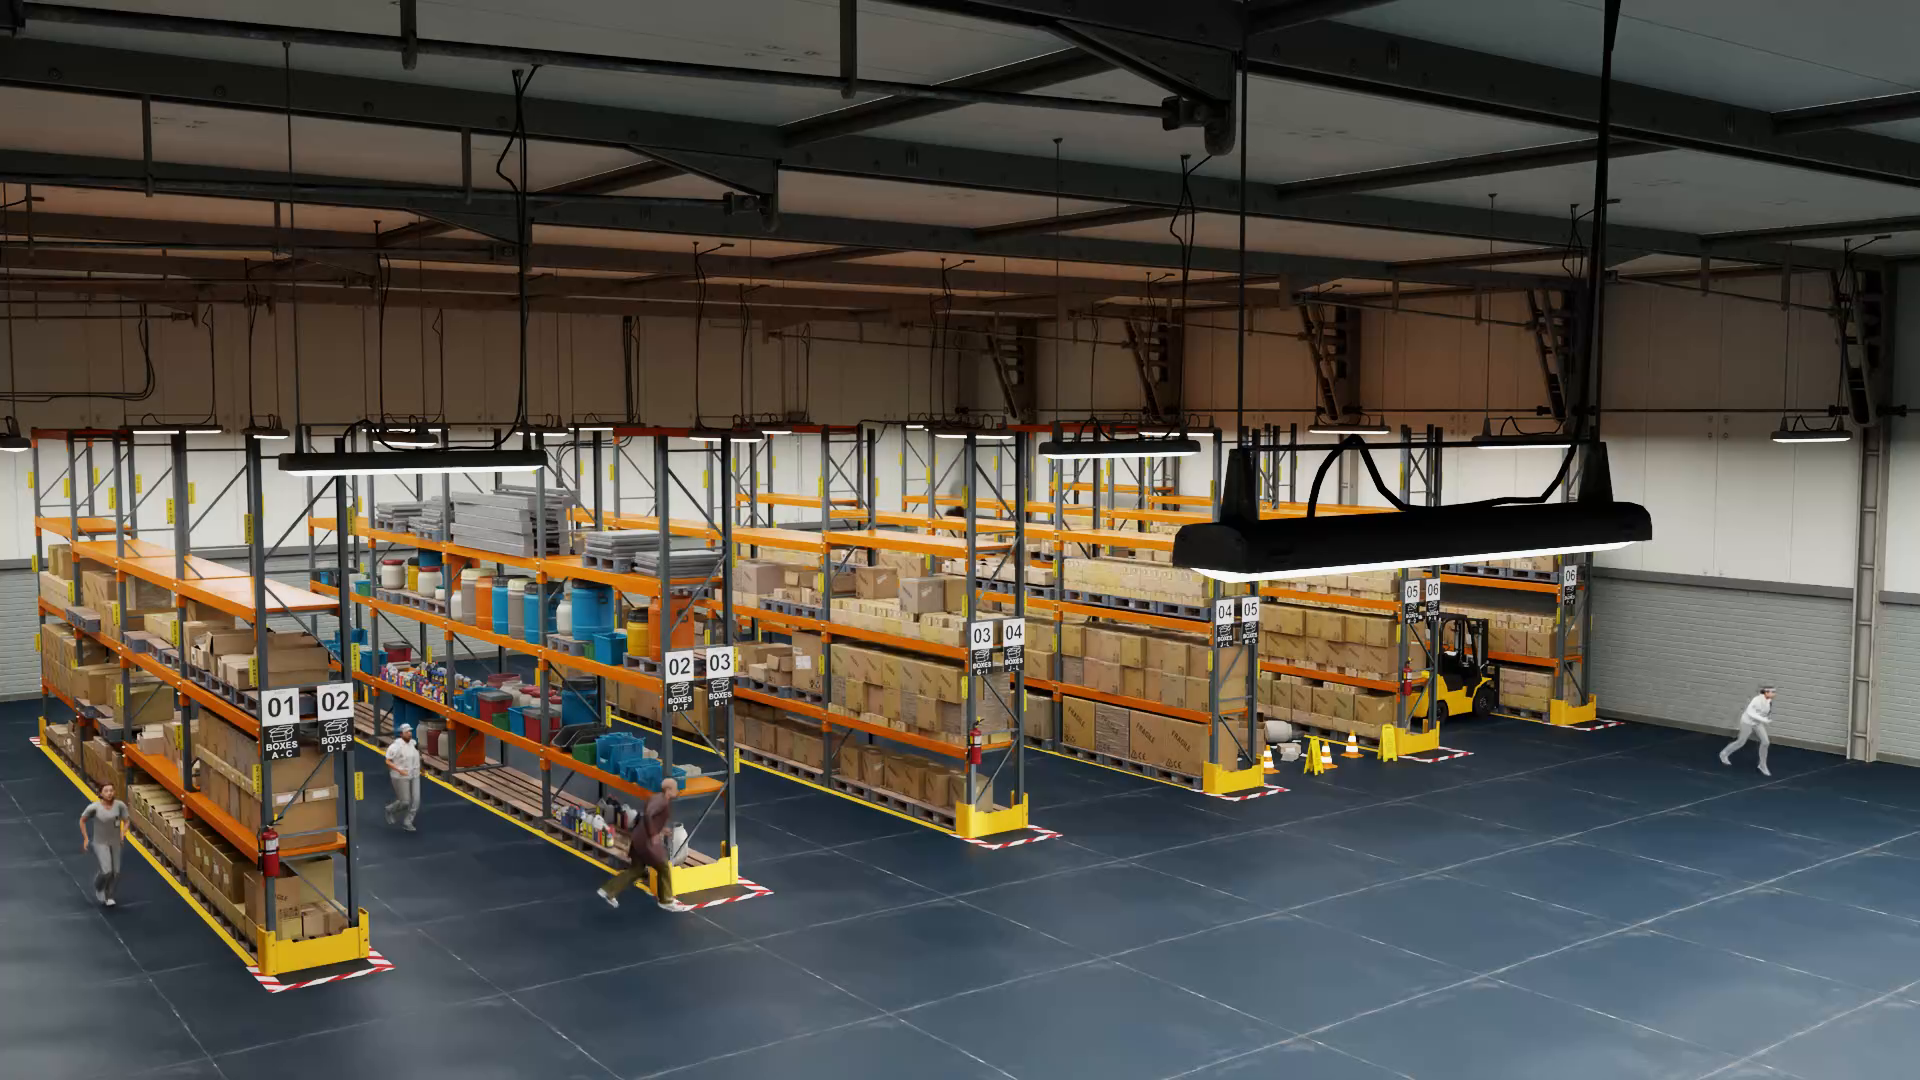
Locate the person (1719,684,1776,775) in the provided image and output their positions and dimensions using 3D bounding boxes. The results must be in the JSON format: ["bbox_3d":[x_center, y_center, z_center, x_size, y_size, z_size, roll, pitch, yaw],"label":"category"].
[{"bbox_3d":[13.815,3.278,29.159,0.658,1.625,0.966,-4,6,-38],"label":"person"}]

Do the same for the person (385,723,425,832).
[{"bbox_3d":[-8.358,3.558,25.012,0.561,1.622,0.595,3,5,33],"label":"person"}]

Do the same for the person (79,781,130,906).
[{"bbox_3d":[-10.795,3.858,21.064,0.549,1.619,0.633,-4,6,-42],"label":"person"}]

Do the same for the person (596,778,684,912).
[{"bbox_3d":[-4.001,3.867,20.813,1.083,1.739,0.747,-1,5,-15],"label":"person"}]
